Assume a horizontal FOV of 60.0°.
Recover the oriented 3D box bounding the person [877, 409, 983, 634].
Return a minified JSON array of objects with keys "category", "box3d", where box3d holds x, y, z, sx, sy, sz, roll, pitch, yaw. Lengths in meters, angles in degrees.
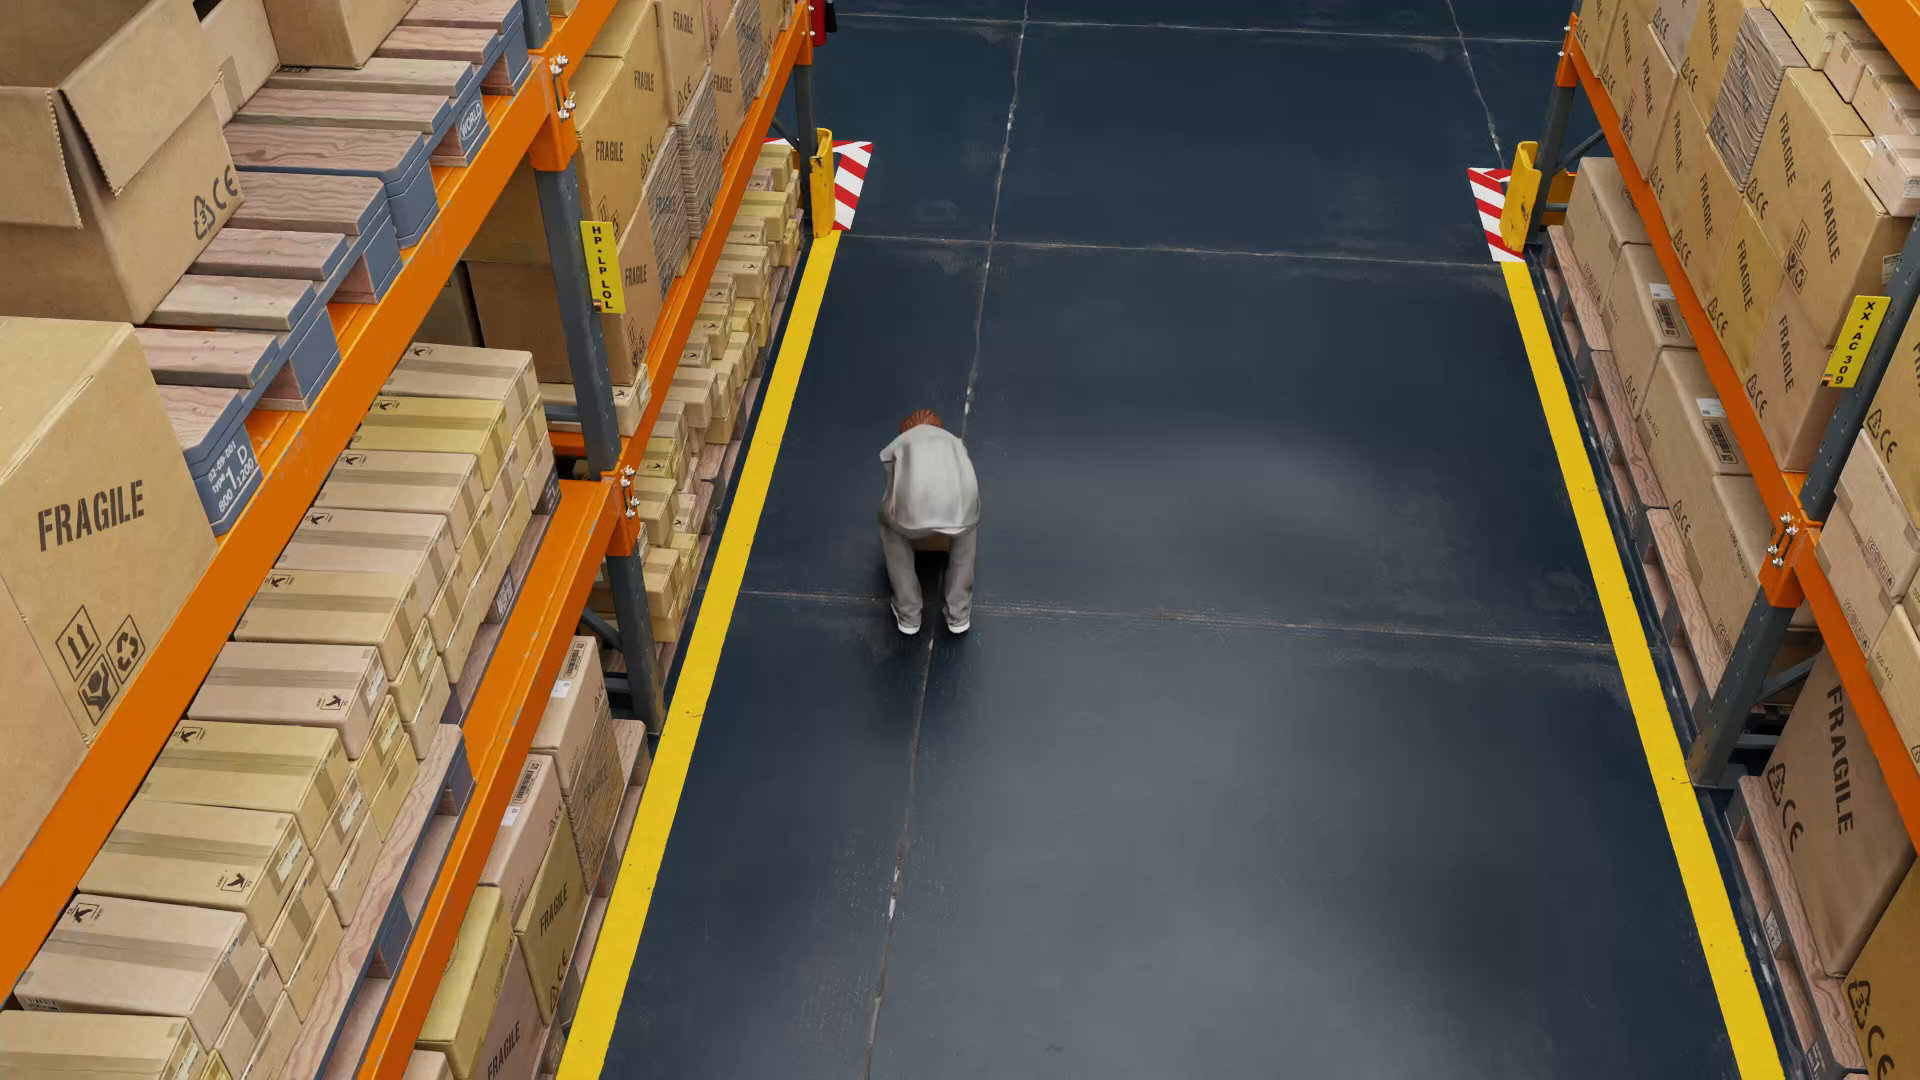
[{"category":"person","box3d":[-0.132,-0.117,6.846,0.422,0.887,0.854,-4,41,-5]}]
